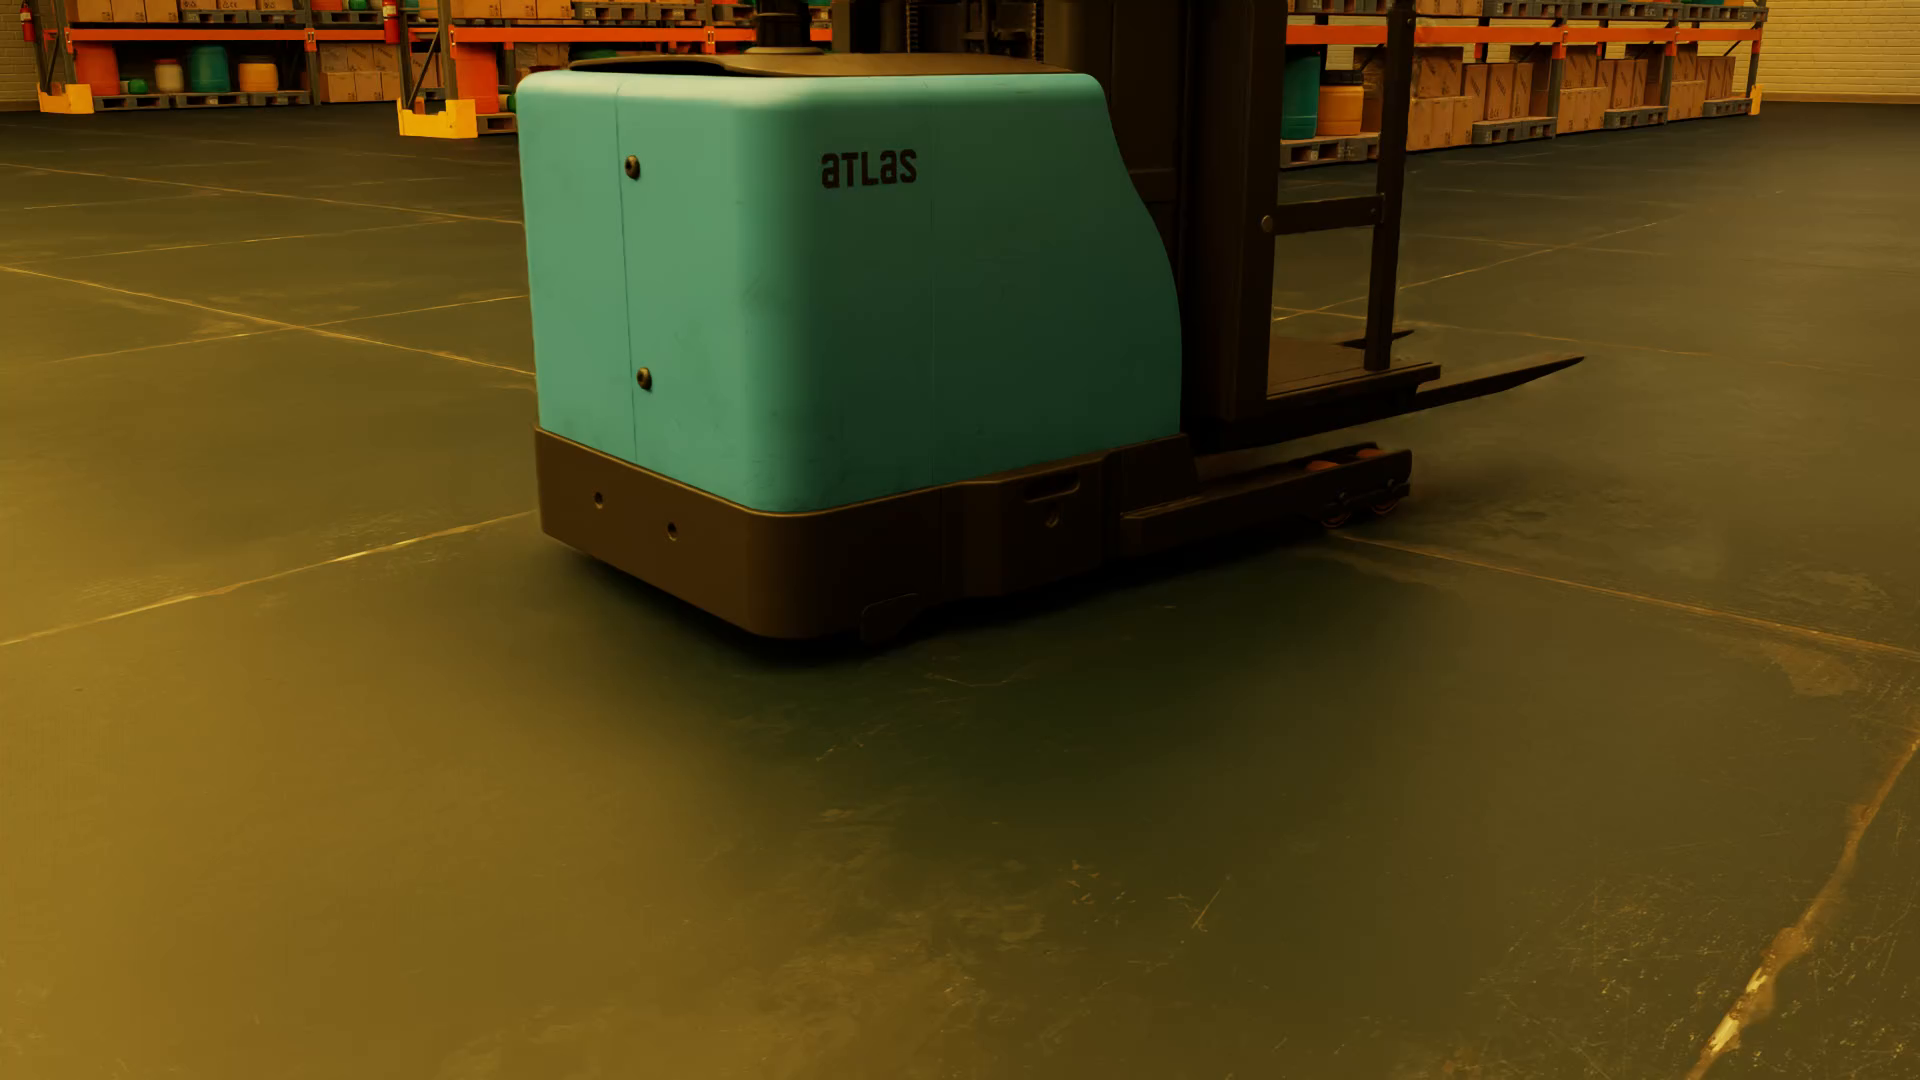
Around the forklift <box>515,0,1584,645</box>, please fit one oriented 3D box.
[{"bbox_3d":[0.500,-1.534,3.951,3.031,2.935,1.130,-14,22,-38],"label":"forklift"}]
